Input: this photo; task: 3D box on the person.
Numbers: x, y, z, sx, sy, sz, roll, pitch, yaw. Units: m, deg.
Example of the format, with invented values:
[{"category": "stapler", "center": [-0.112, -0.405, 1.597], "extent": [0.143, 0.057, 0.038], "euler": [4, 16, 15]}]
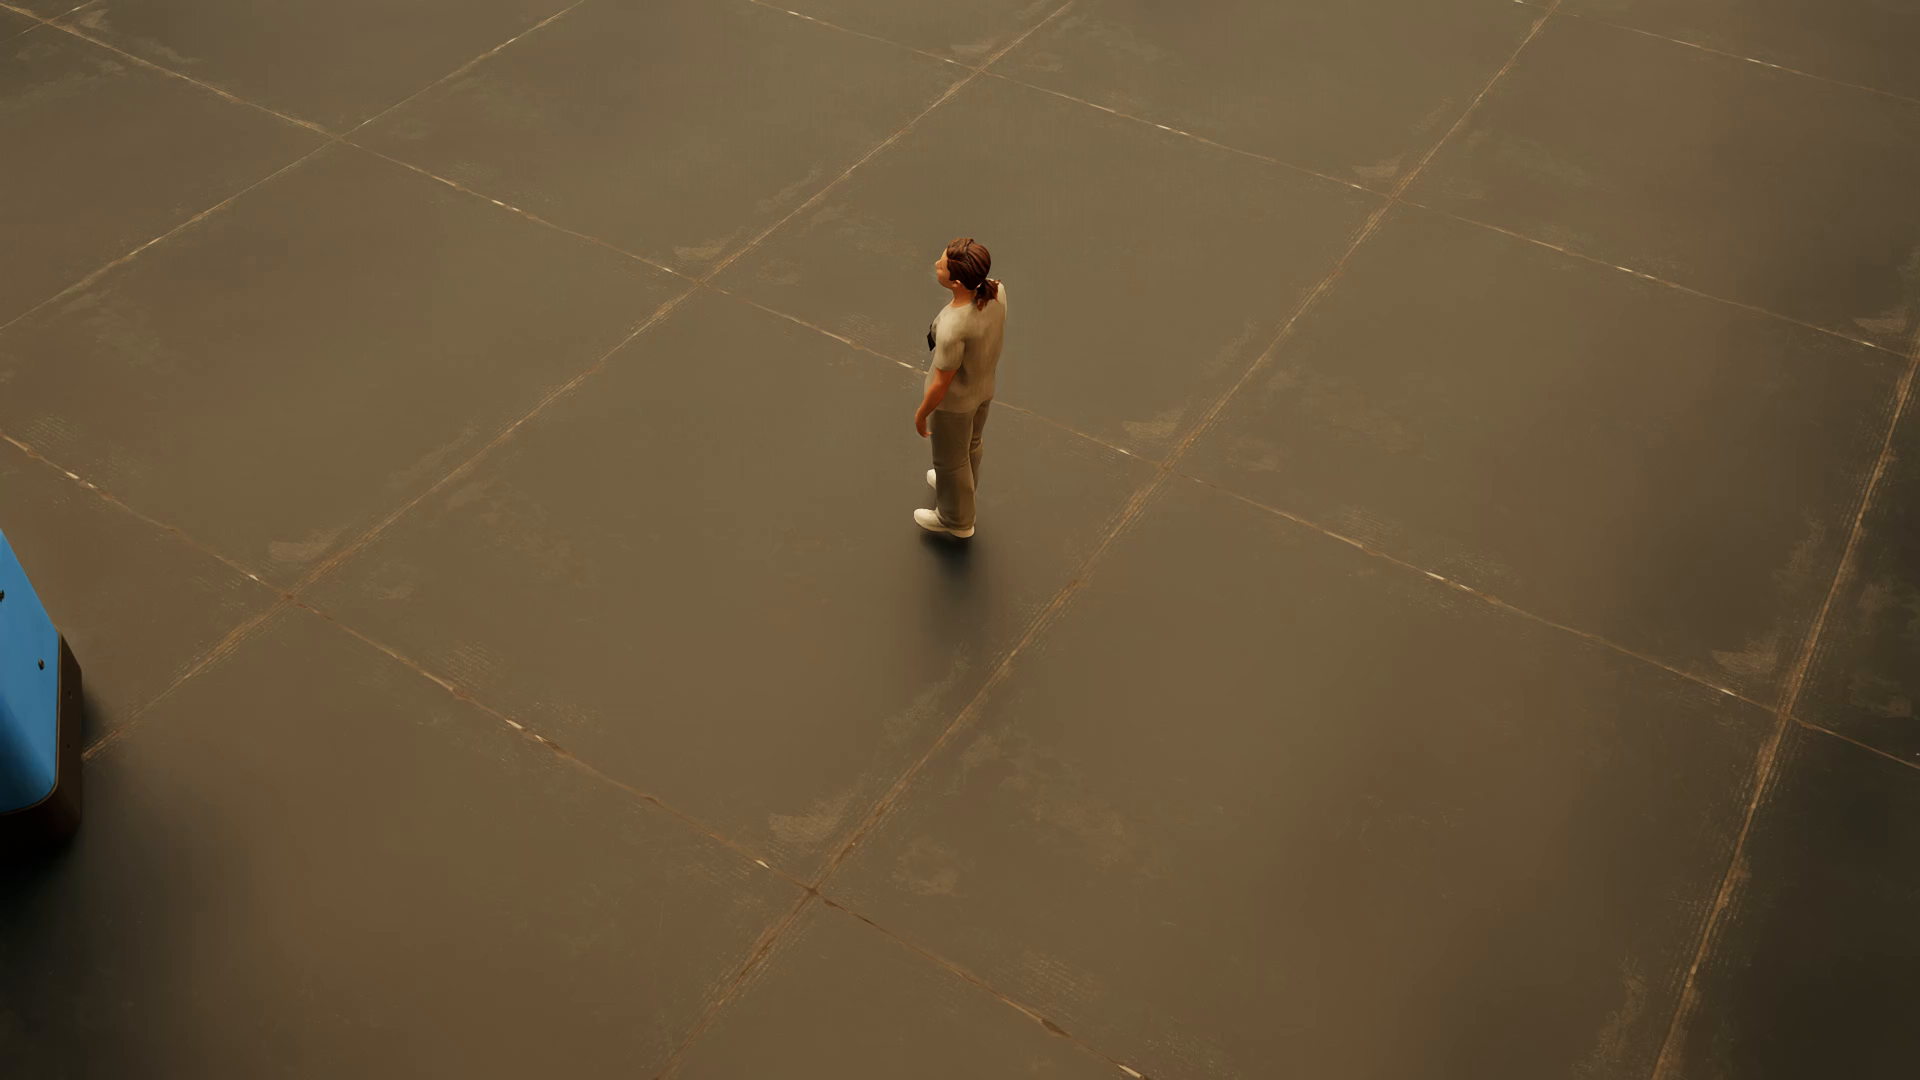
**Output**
[{"category": "person", "center": [-0.055, -0.678, 7.407], "extent": [0.547, 1.673, 0.549], "euler": [24, 48, 23]}]

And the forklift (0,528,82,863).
[{"category": "forklift", "center": [-5.107, 0.205, 5.633], "extent": [3.031, 2.935, 1.130], "euler": [-15, 45, -15]}]
